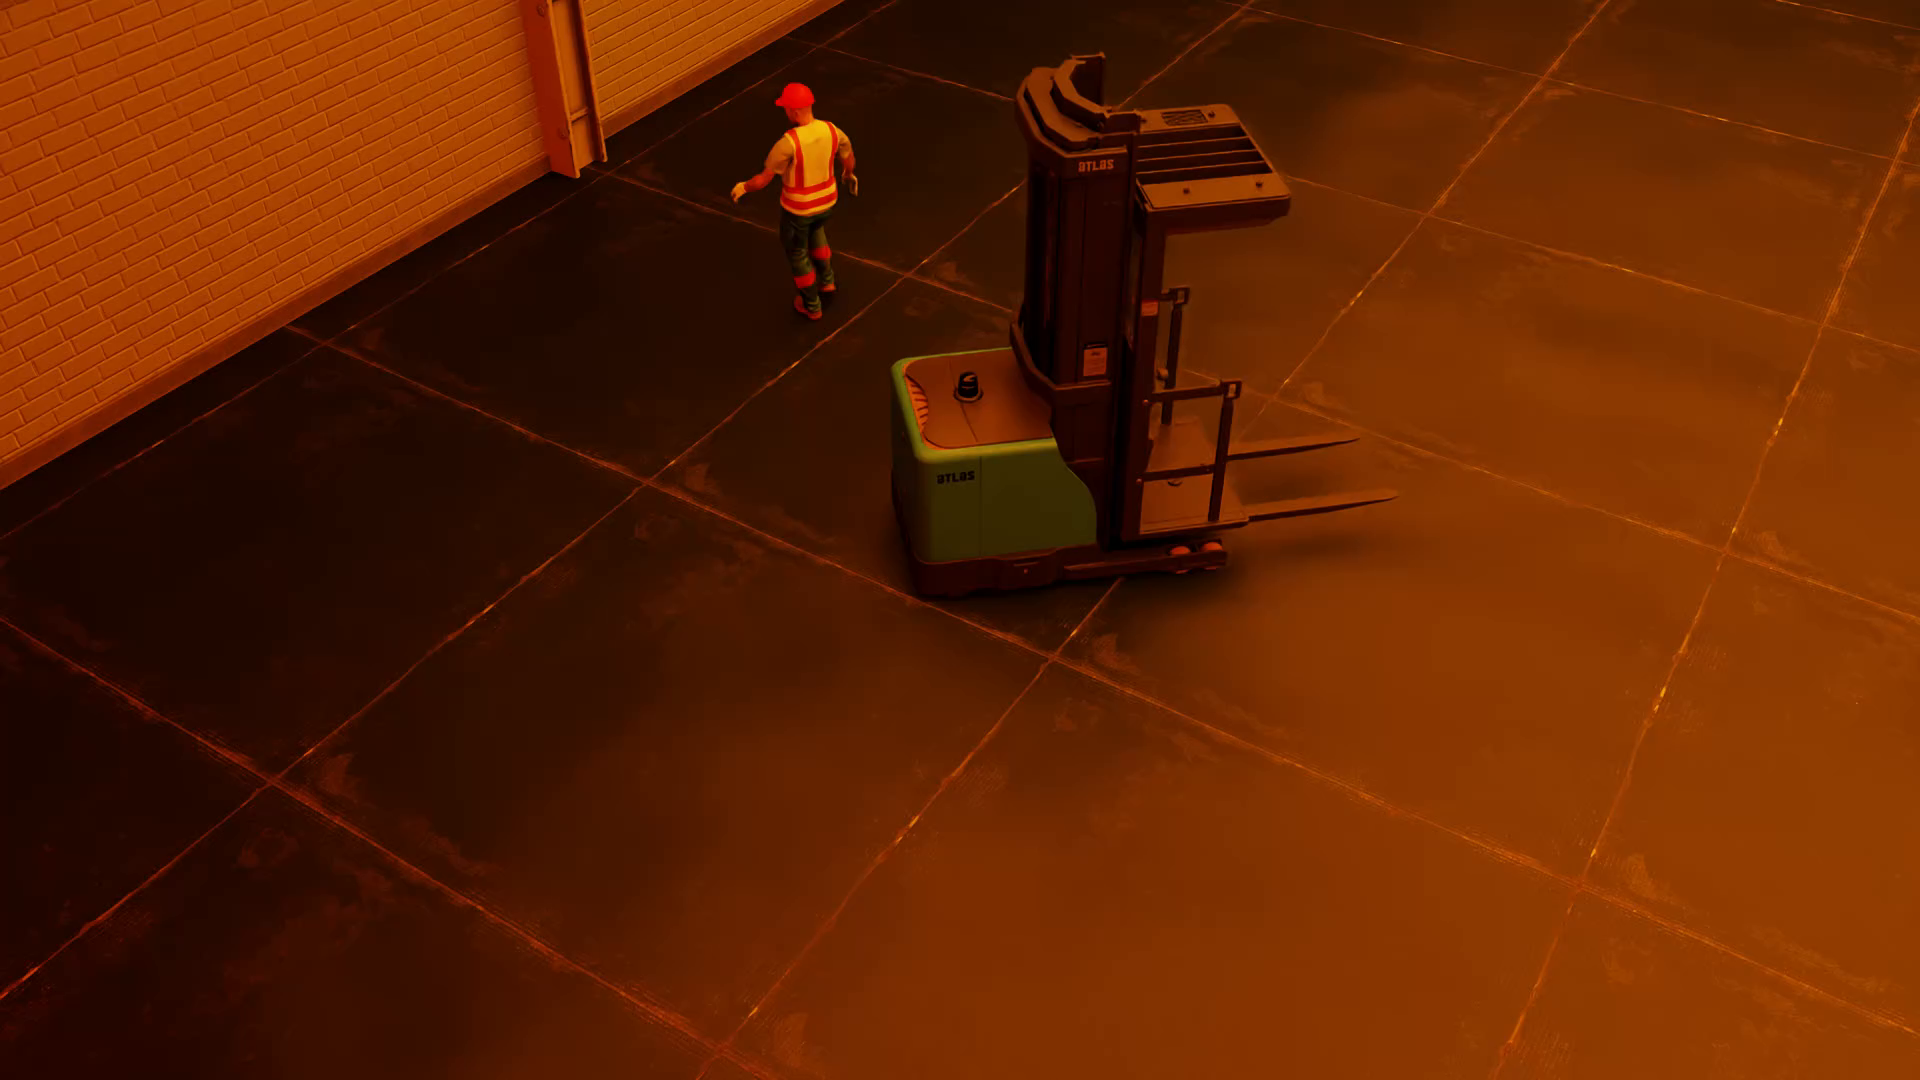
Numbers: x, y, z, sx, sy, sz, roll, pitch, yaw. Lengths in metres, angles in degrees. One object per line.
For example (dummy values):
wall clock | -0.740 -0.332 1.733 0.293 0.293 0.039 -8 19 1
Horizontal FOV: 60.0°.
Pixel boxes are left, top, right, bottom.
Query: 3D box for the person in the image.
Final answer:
person | -1.105 -2.382 11.712 0.944 1.797 0.478 -23 45 -25

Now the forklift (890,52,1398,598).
forklift | 1.142 -1.246 9.437 3.031 2.935 1.130 -7 41 -8
